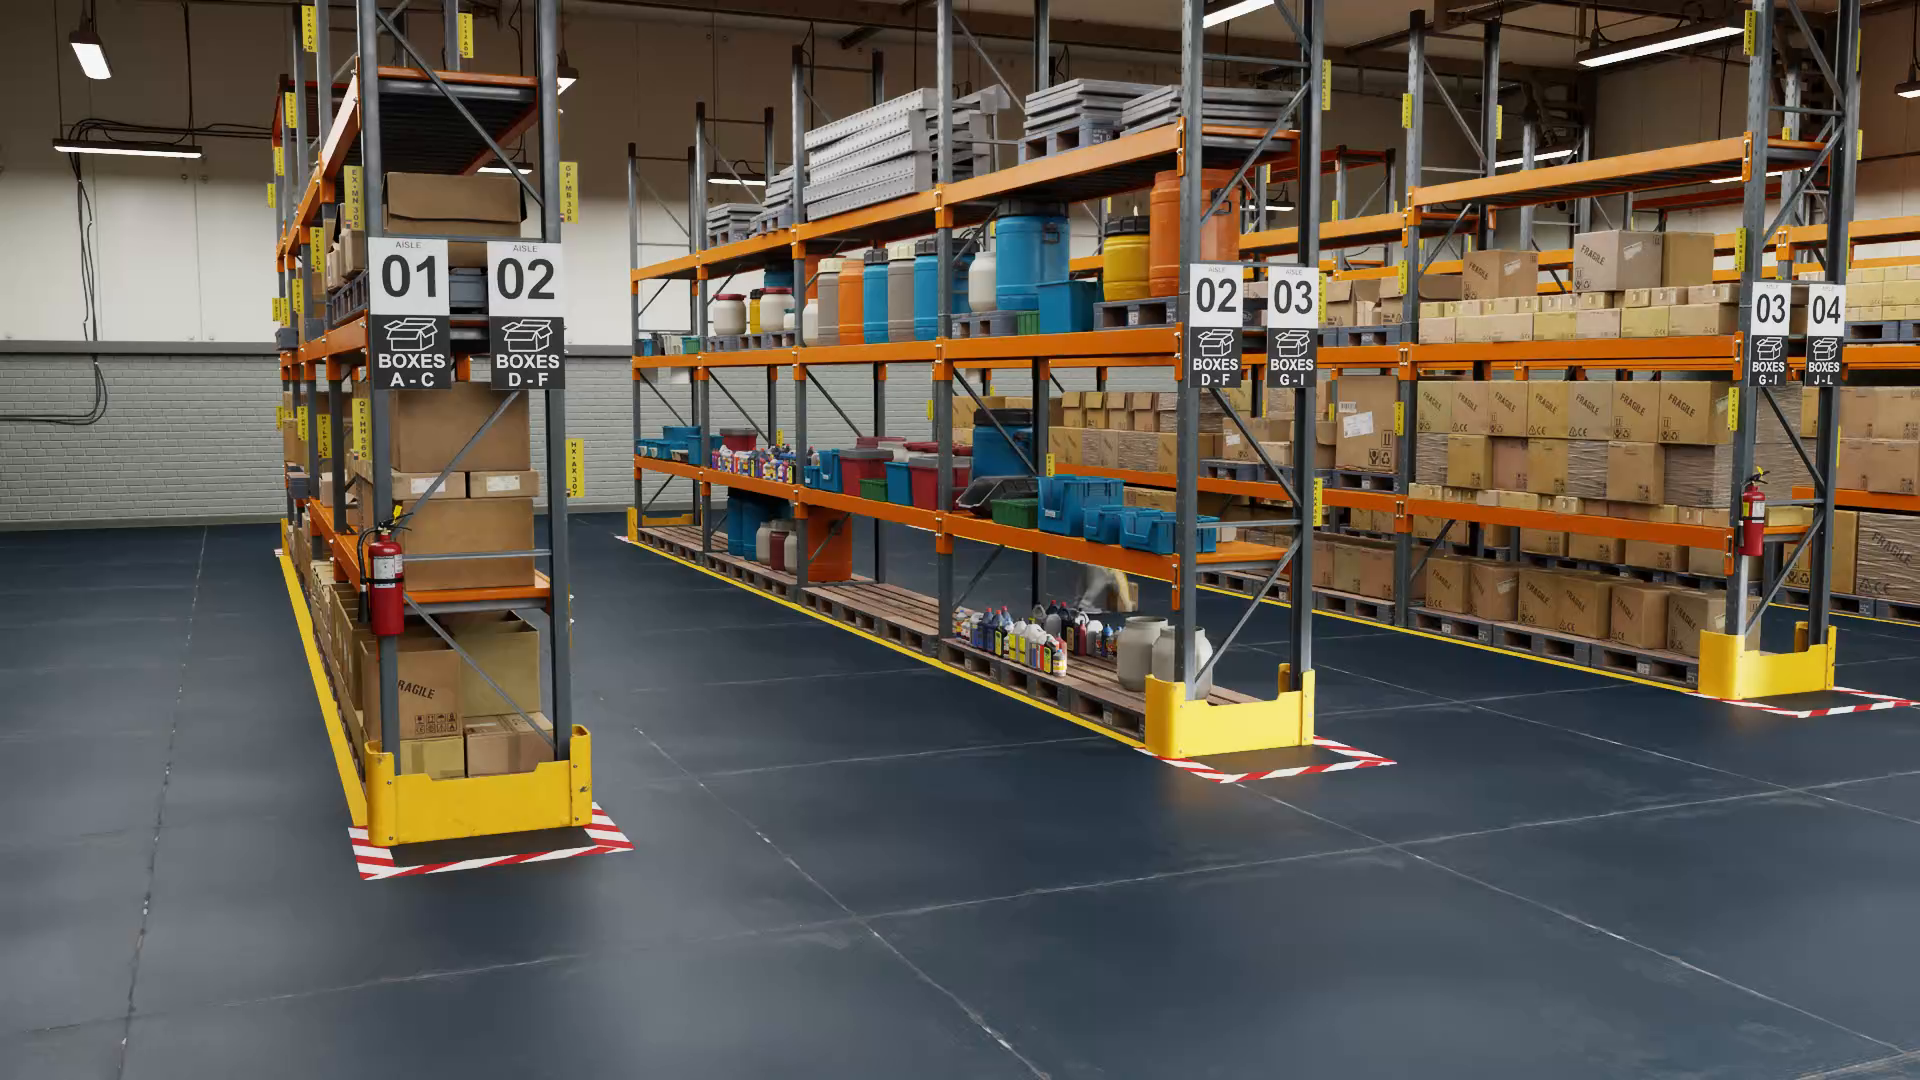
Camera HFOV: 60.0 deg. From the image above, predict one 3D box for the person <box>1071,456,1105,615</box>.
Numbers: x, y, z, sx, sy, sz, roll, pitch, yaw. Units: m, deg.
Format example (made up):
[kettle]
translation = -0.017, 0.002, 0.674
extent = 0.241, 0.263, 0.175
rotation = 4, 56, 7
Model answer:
[person]
translation = 1.303, -0.056, 17.570
extent = 0.412, 1.664, 0.515
rotation = -3, 6, -26
